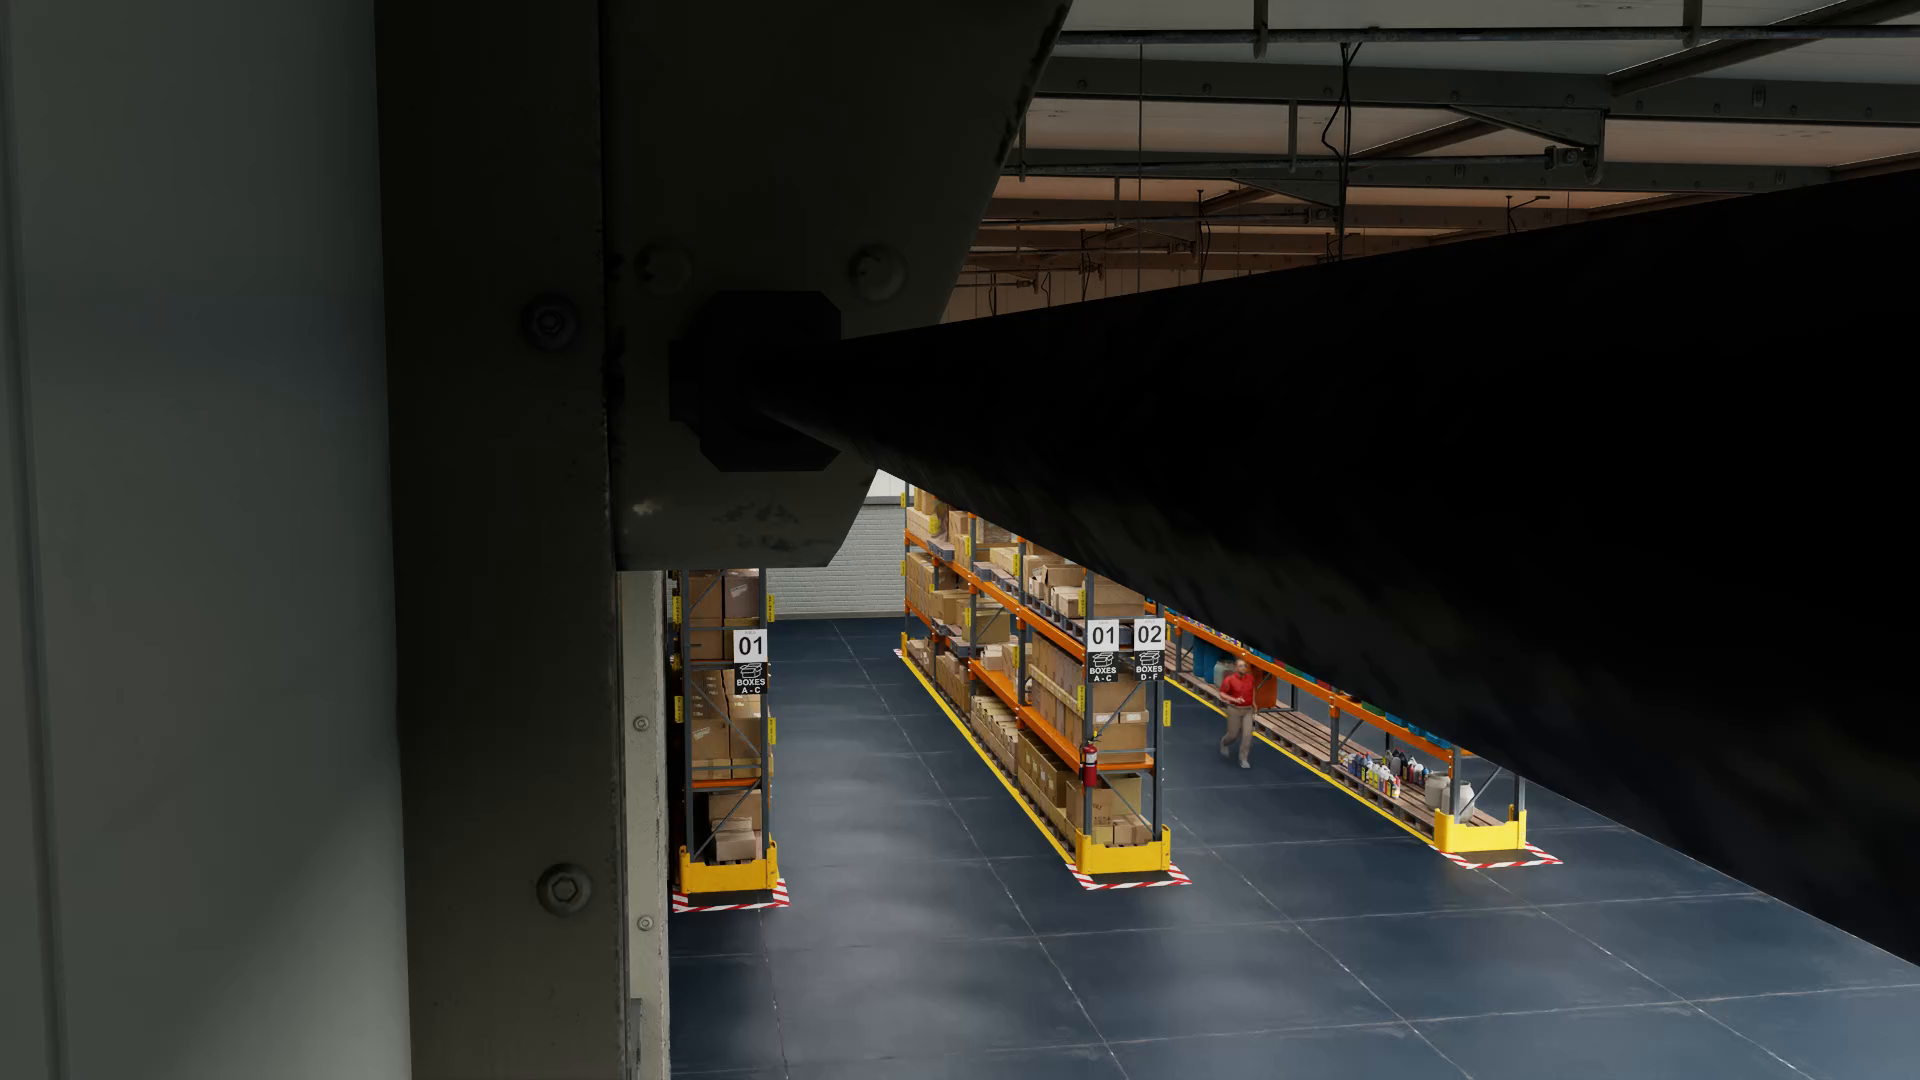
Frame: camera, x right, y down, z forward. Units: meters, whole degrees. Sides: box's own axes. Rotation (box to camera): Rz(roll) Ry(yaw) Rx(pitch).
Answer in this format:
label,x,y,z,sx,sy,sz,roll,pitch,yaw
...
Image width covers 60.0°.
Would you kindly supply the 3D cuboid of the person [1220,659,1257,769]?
label,x,y,z,sx,sy,sz,roll,pitch,yaw
person,4.437,2.736,26.490,0.670,1.698,0.796,-2,6,-15
